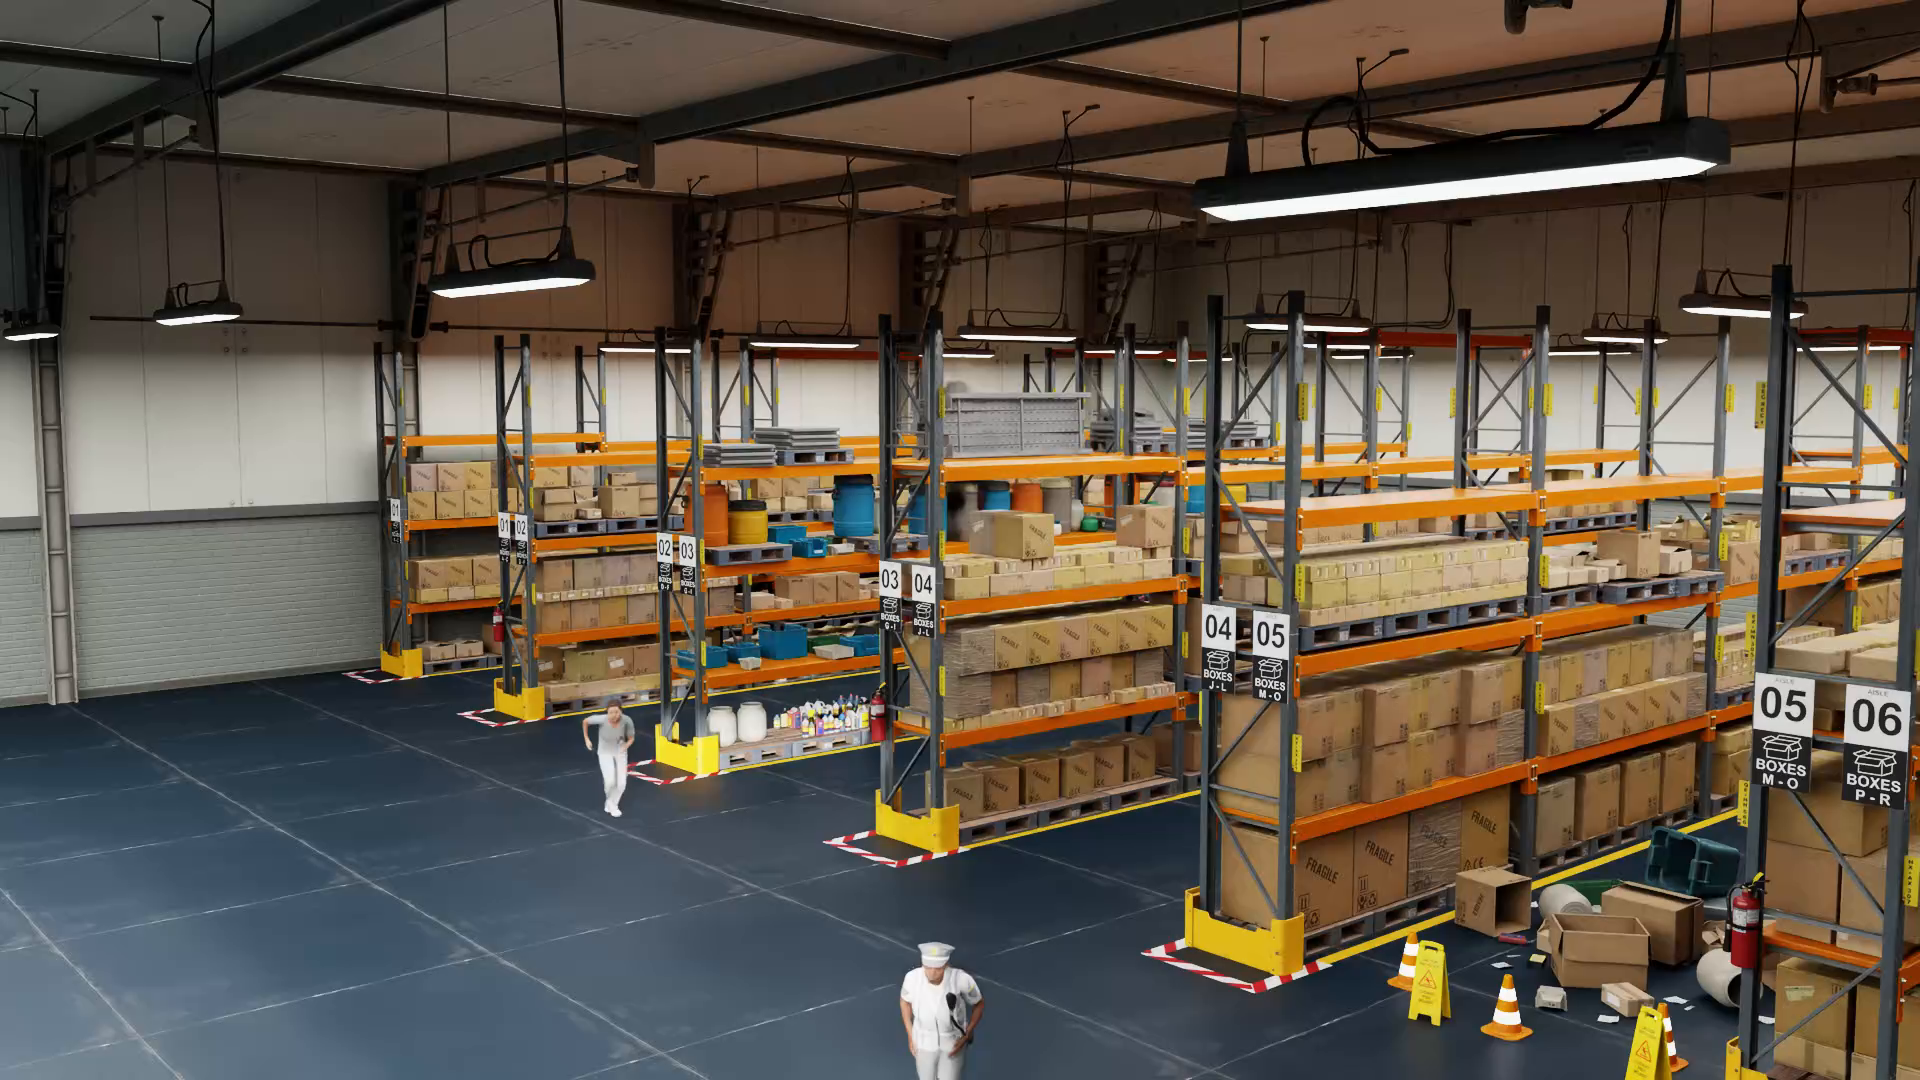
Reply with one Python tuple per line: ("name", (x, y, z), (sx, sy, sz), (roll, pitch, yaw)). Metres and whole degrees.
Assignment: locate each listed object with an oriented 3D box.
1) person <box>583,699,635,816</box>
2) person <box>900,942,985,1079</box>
("person", (-4.195, 2.616, 19.895), (0.590, 1.491, 0.821), (-2, 5, -18))
("person", (-0.111, 3.382, 11.130), (0.575, 1.629, 0.847), (0, 5, 5))
